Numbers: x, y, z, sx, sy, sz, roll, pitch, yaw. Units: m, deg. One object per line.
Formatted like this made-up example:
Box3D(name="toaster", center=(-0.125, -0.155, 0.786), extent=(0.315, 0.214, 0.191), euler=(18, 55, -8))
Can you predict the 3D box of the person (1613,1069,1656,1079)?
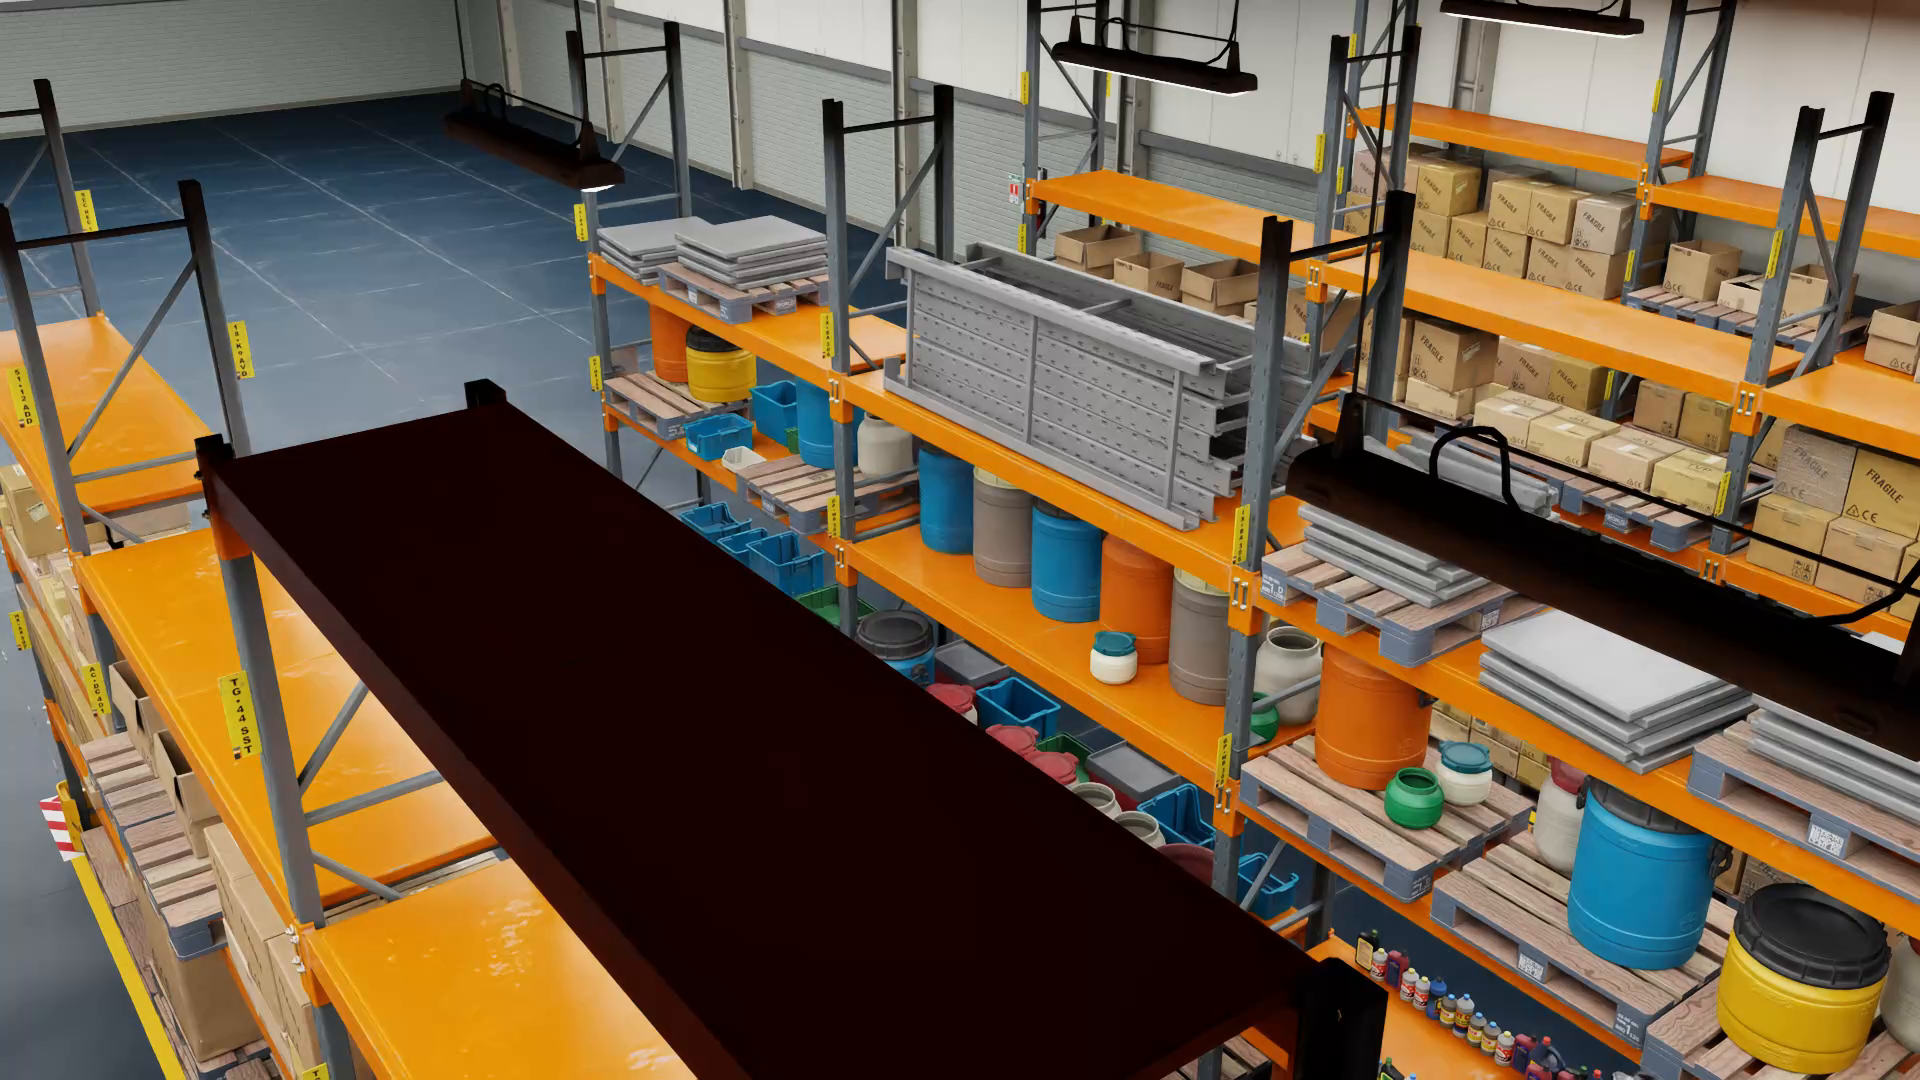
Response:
Box3D(name="person", center=(4.731, 3.055, 10.595), extent=(0.888, 1.454, 0.423), euler=(23, 33, 40))
